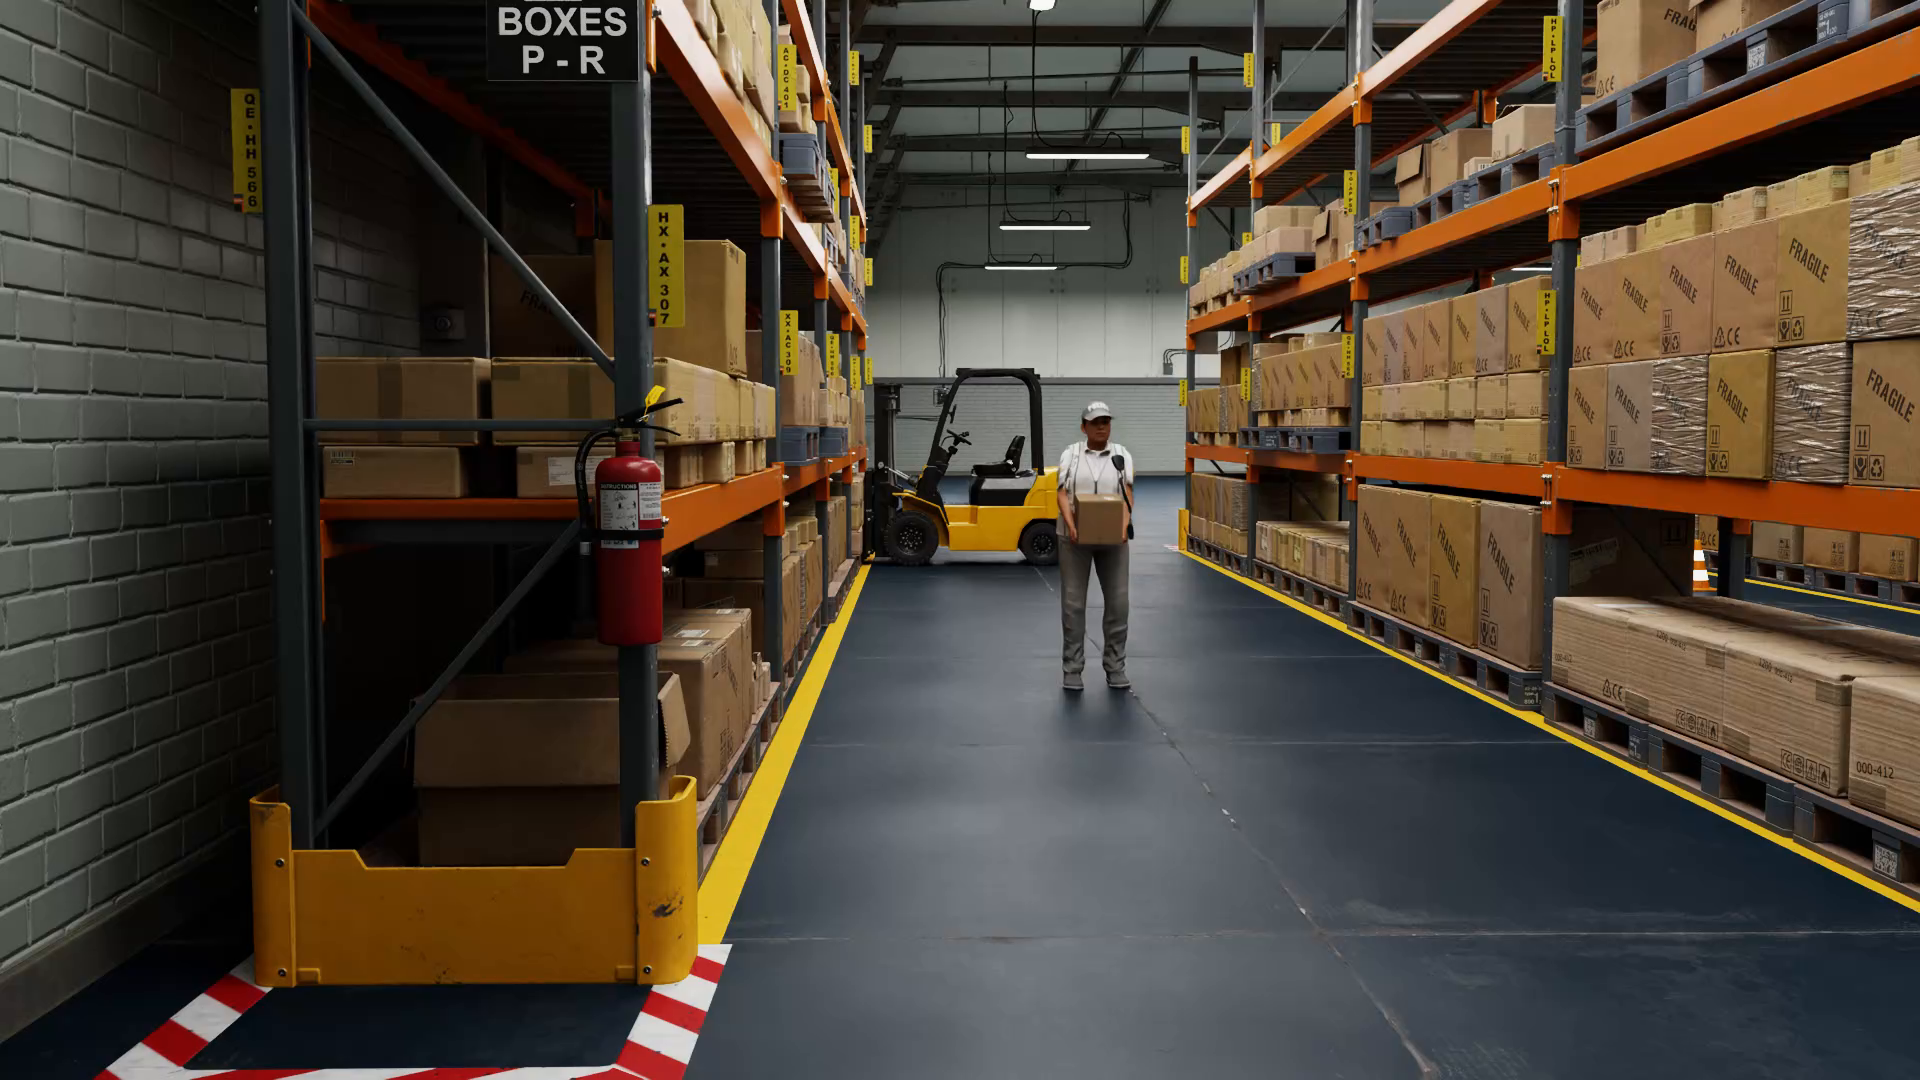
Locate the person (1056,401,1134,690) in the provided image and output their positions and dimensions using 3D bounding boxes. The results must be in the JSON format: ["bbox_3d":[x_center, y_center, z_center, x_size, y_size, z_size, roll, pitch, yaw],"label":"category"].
[{"bbox_3d":[0.788,0.029,9.617,0.455,1.660,0.515,0,4,-1],"label":"person"}]
